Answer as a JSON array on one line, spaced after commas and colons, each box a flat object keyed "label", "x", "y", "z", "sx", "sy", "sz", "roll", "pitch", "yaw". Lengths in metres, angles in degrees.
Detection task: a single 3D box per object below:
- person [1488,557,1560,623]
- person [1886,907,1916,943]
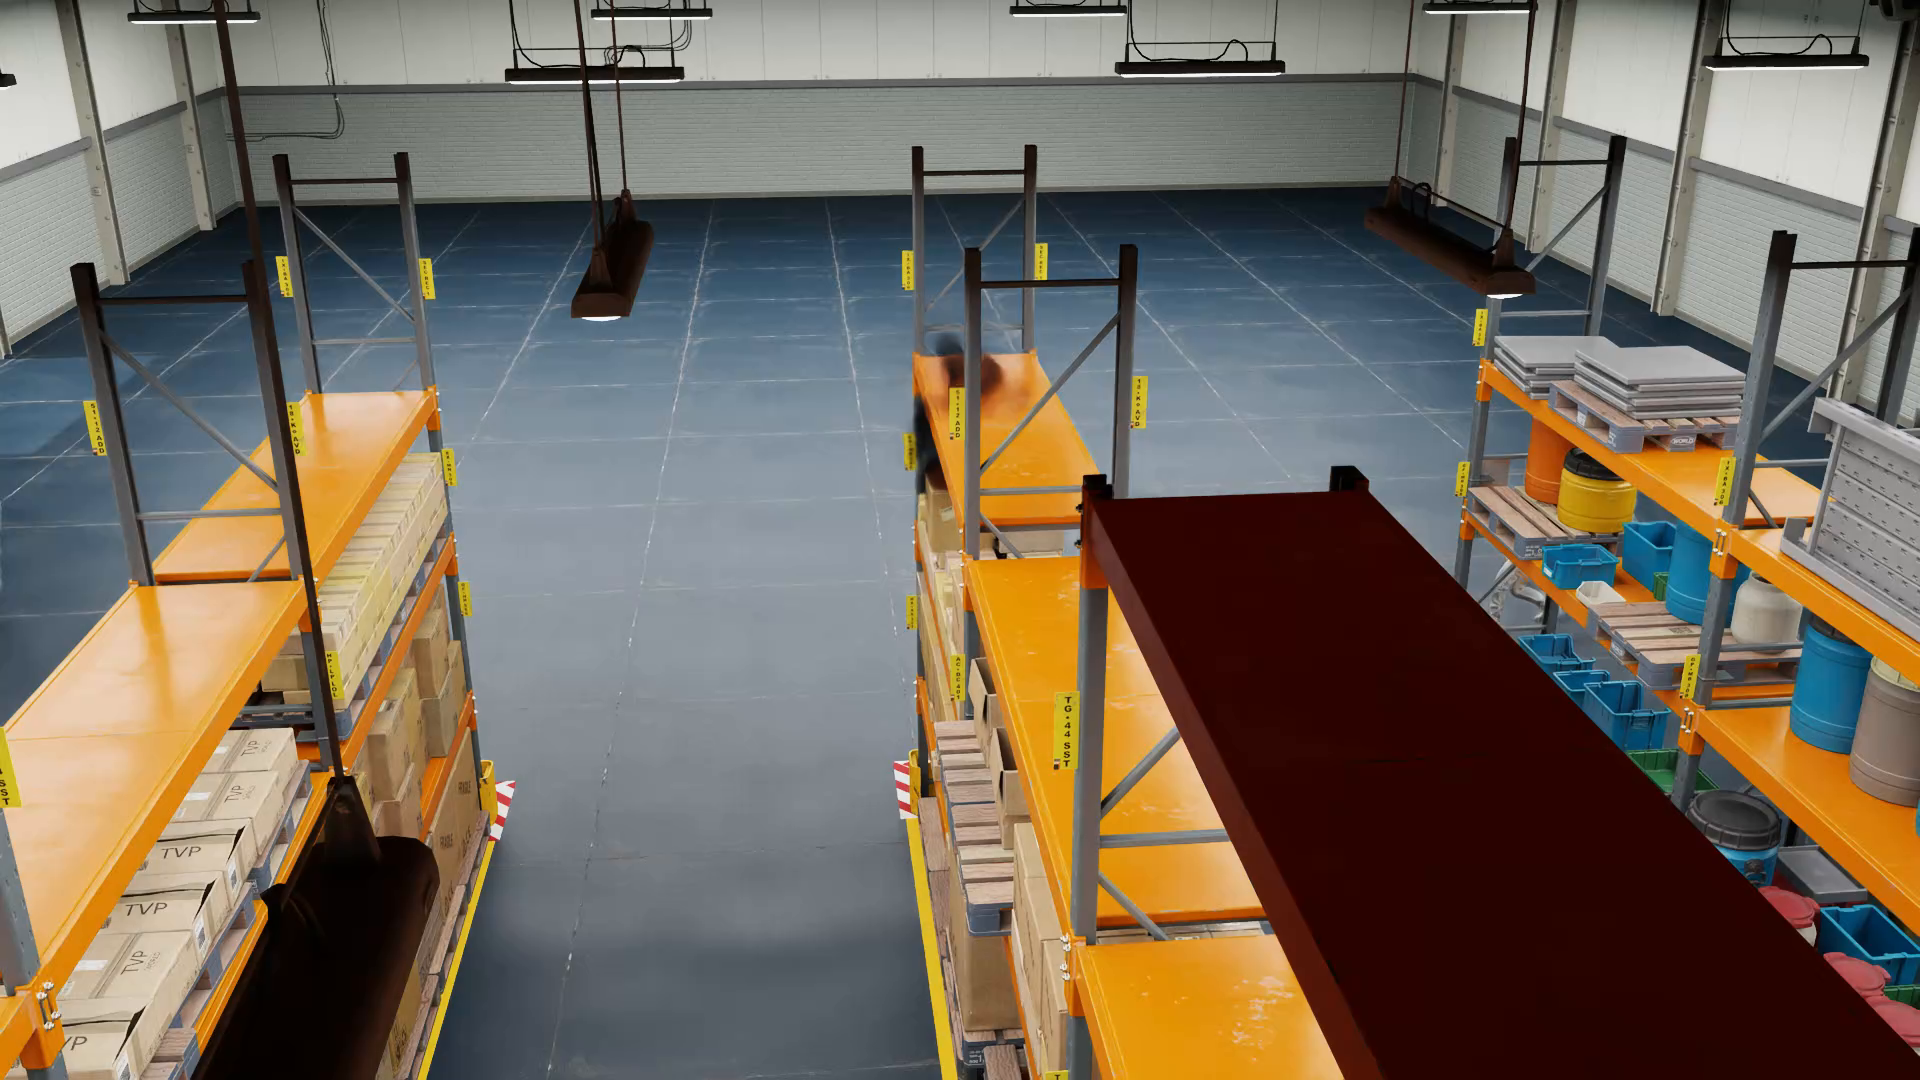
[{"label": "person", "x": 6.312, "y": 0.238, "z": 18.674, "sx": 0.949, "sy": 1.772, "sz": 0.695, "roll": 7, "pitch": 23, "yaw": 18}, {"label": "person", "x": 7.335, "y": 2.434, "z": 13.107, "sx": 0.684, "sy": 1.843, "sz": 0.863, "roll": -5, "pitch": 22, "yaw": -12}]
